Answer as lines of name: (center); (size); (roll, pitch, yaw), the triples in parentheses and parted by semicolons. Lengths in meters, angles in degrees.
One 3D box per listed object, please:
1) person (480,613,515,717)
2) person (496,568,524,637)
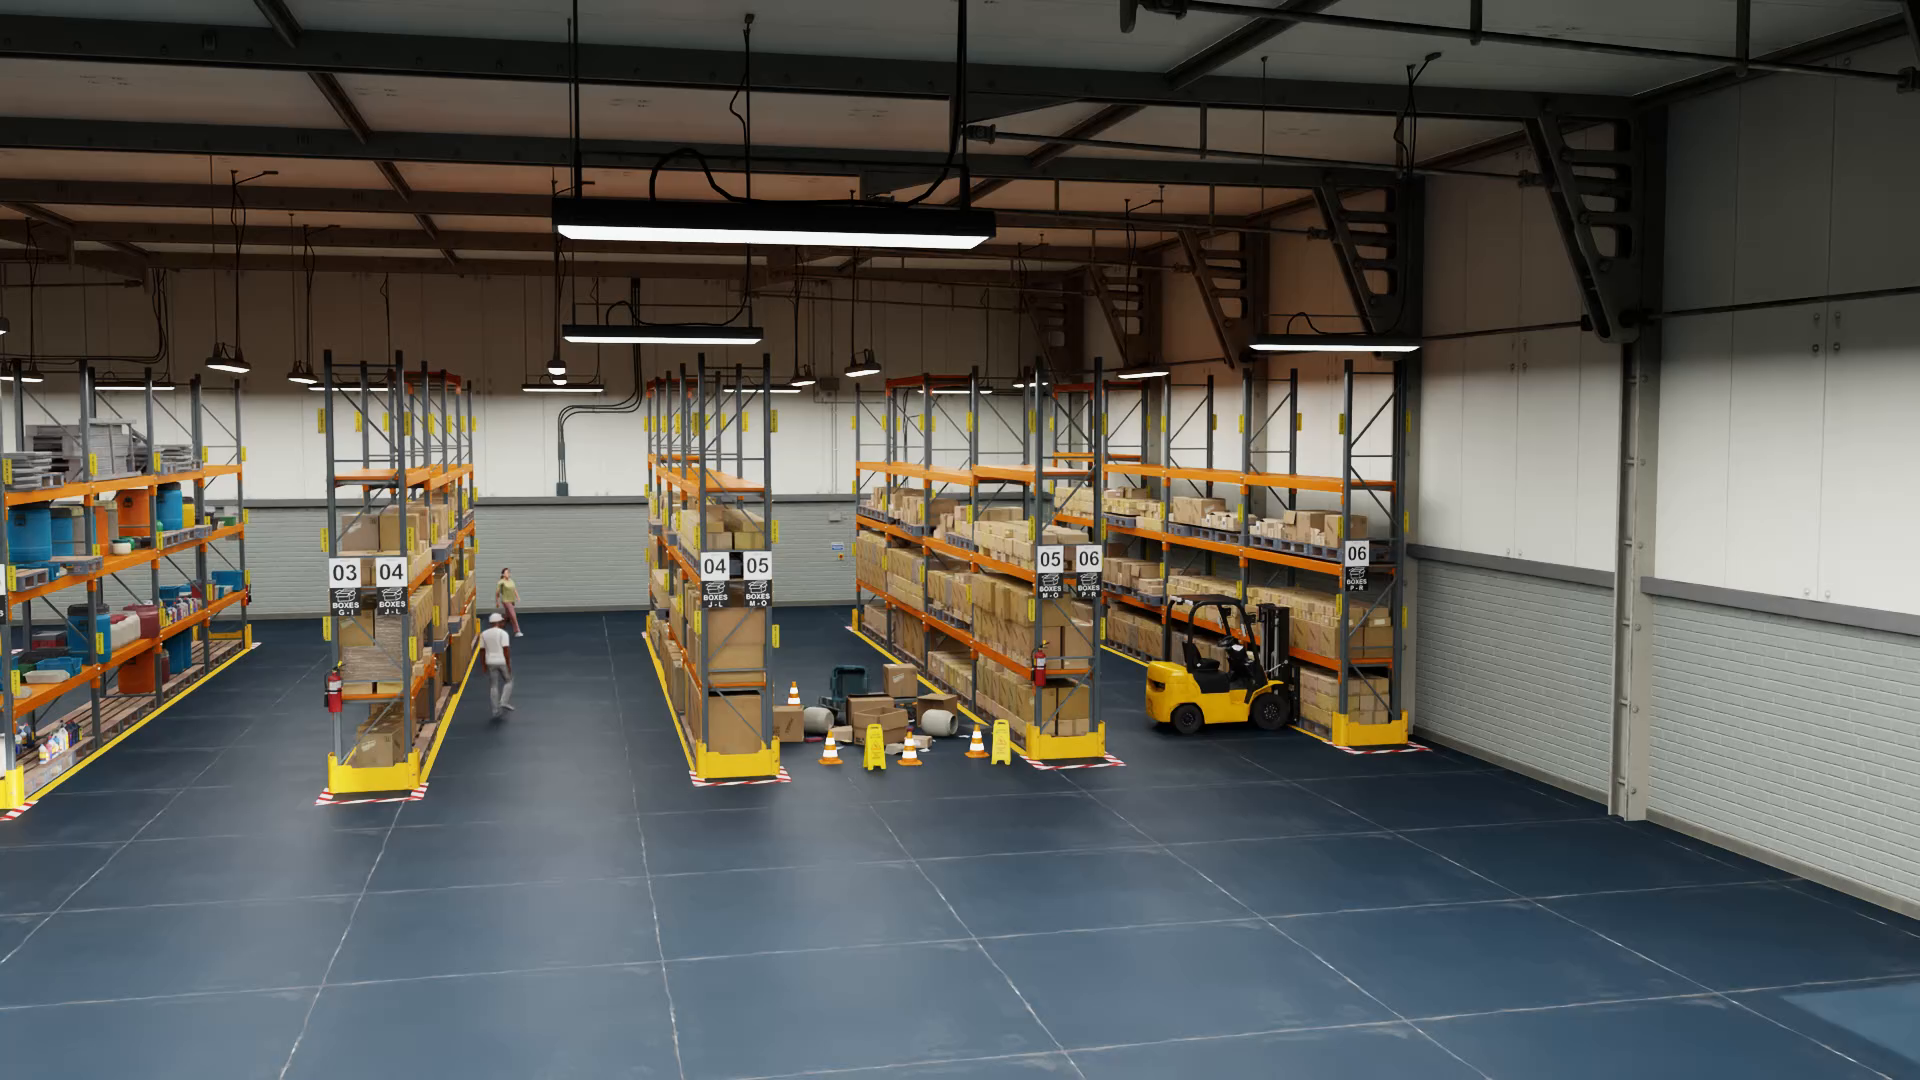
person: (-7.947, 2.131, 28.531); (0.592, 1.752, 0.484); (0, 4, -2)
person: (-10.607, 1.461, 39.119); (0.996, 1.617, 0.467); (2, 5, 31)
